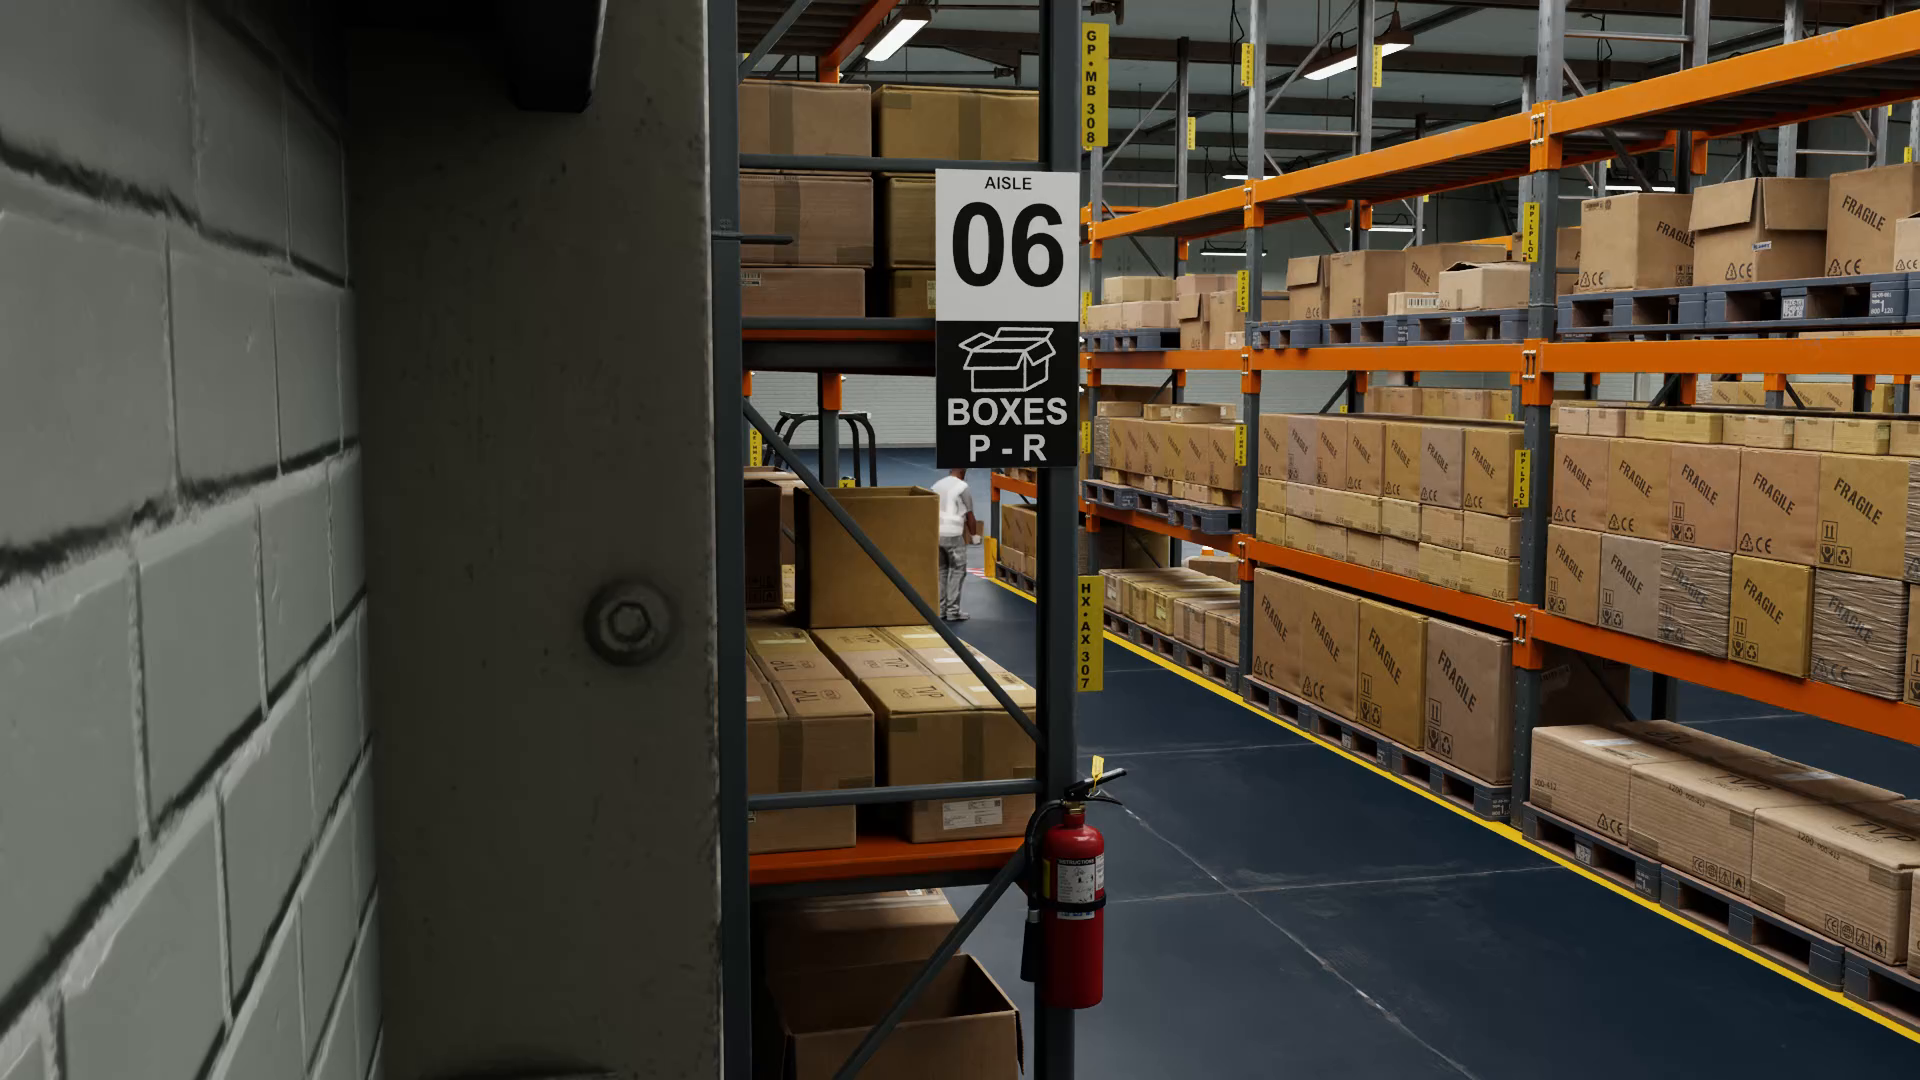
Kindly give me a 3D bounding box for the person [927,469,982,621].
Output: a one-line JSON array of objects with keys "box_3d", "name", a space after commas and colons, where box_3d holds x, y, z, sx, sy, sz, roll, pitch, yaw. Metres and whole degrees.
[{"box_3d": [-0.079, -0.053, 17.629, 0.490, 1.770, 0.600, 6, 8, 43], "name": "person"}]
